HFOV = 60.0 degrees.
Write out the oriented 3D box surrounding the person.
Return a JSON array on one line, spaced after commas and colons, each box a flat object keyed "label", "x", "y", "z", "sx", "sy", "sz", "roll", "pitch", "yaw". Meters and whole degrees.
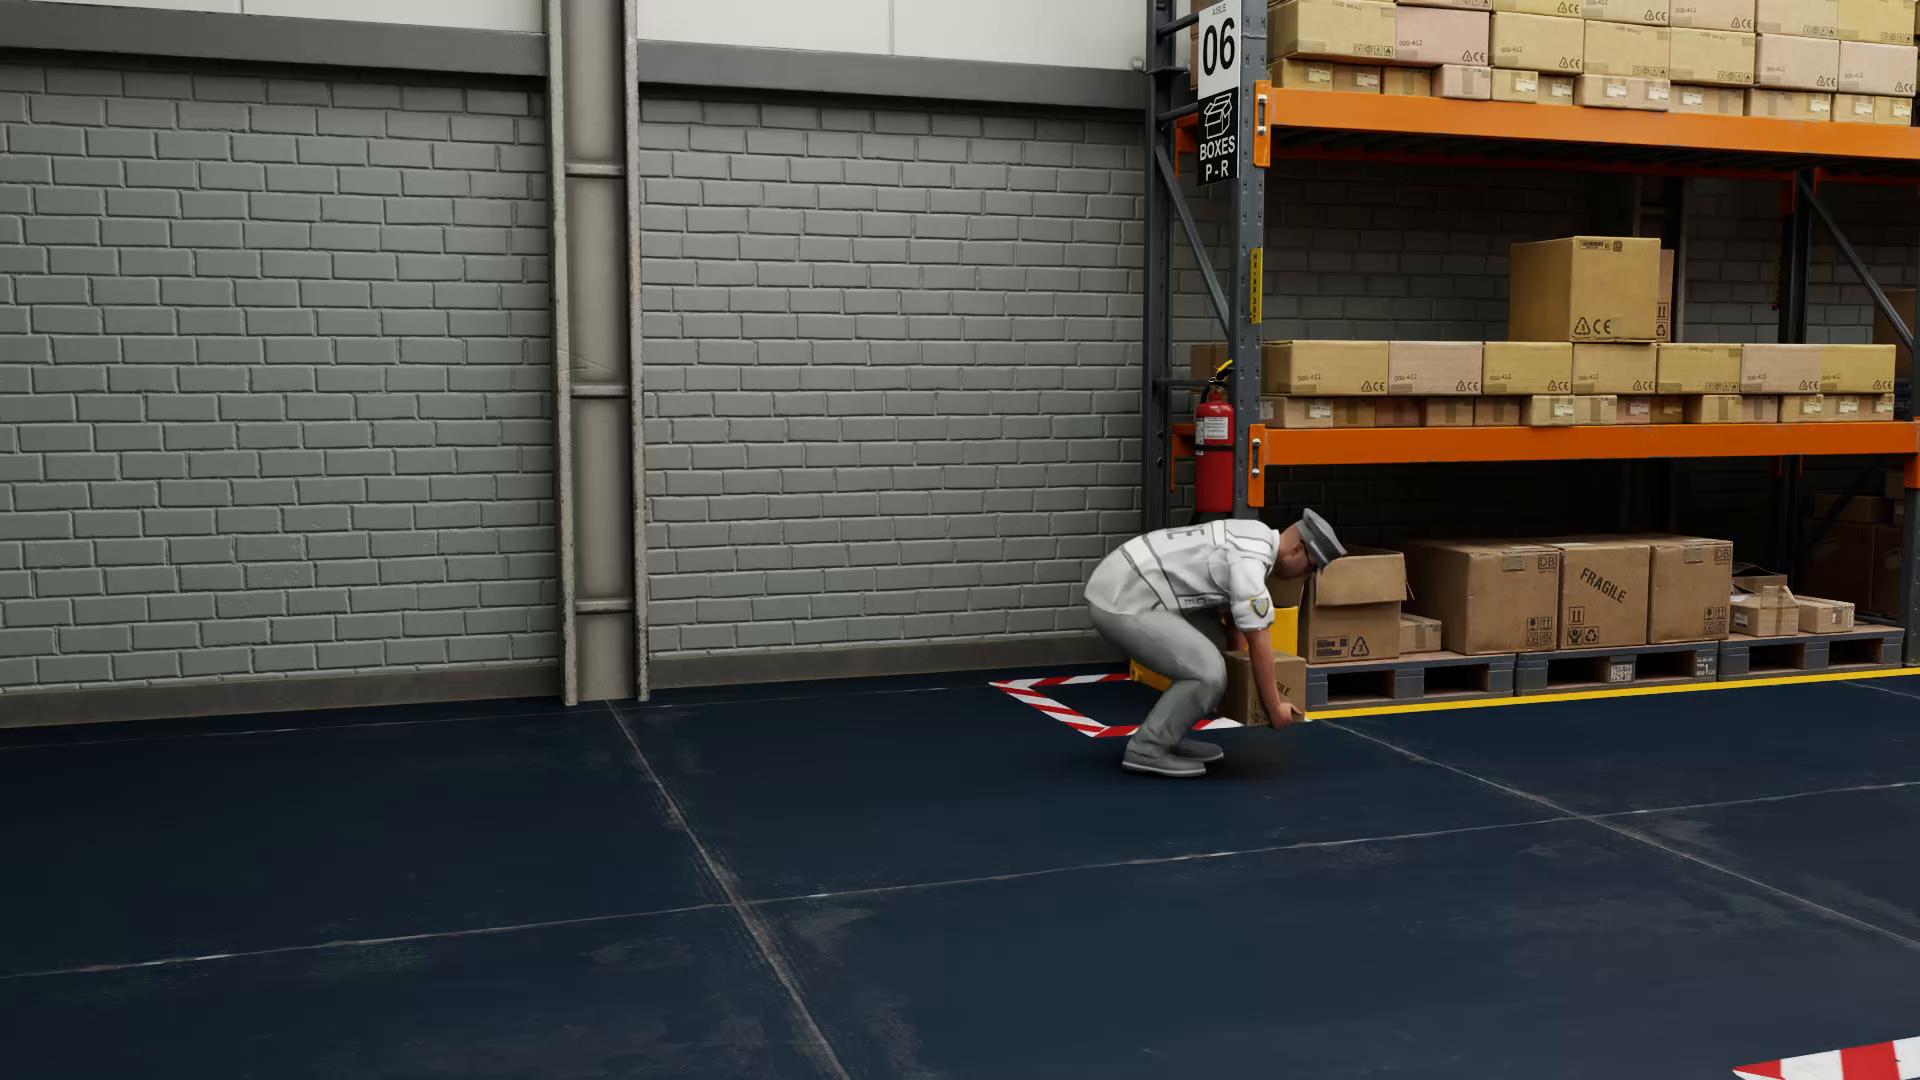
[{"label": "person", "x": 0.996, "y": 0.411, "z": 6.529, "sx": 1.012, "sy": 0.991, "sz": 0.545, "roll": 1, "pitch": 6, "yaw": 12}]
